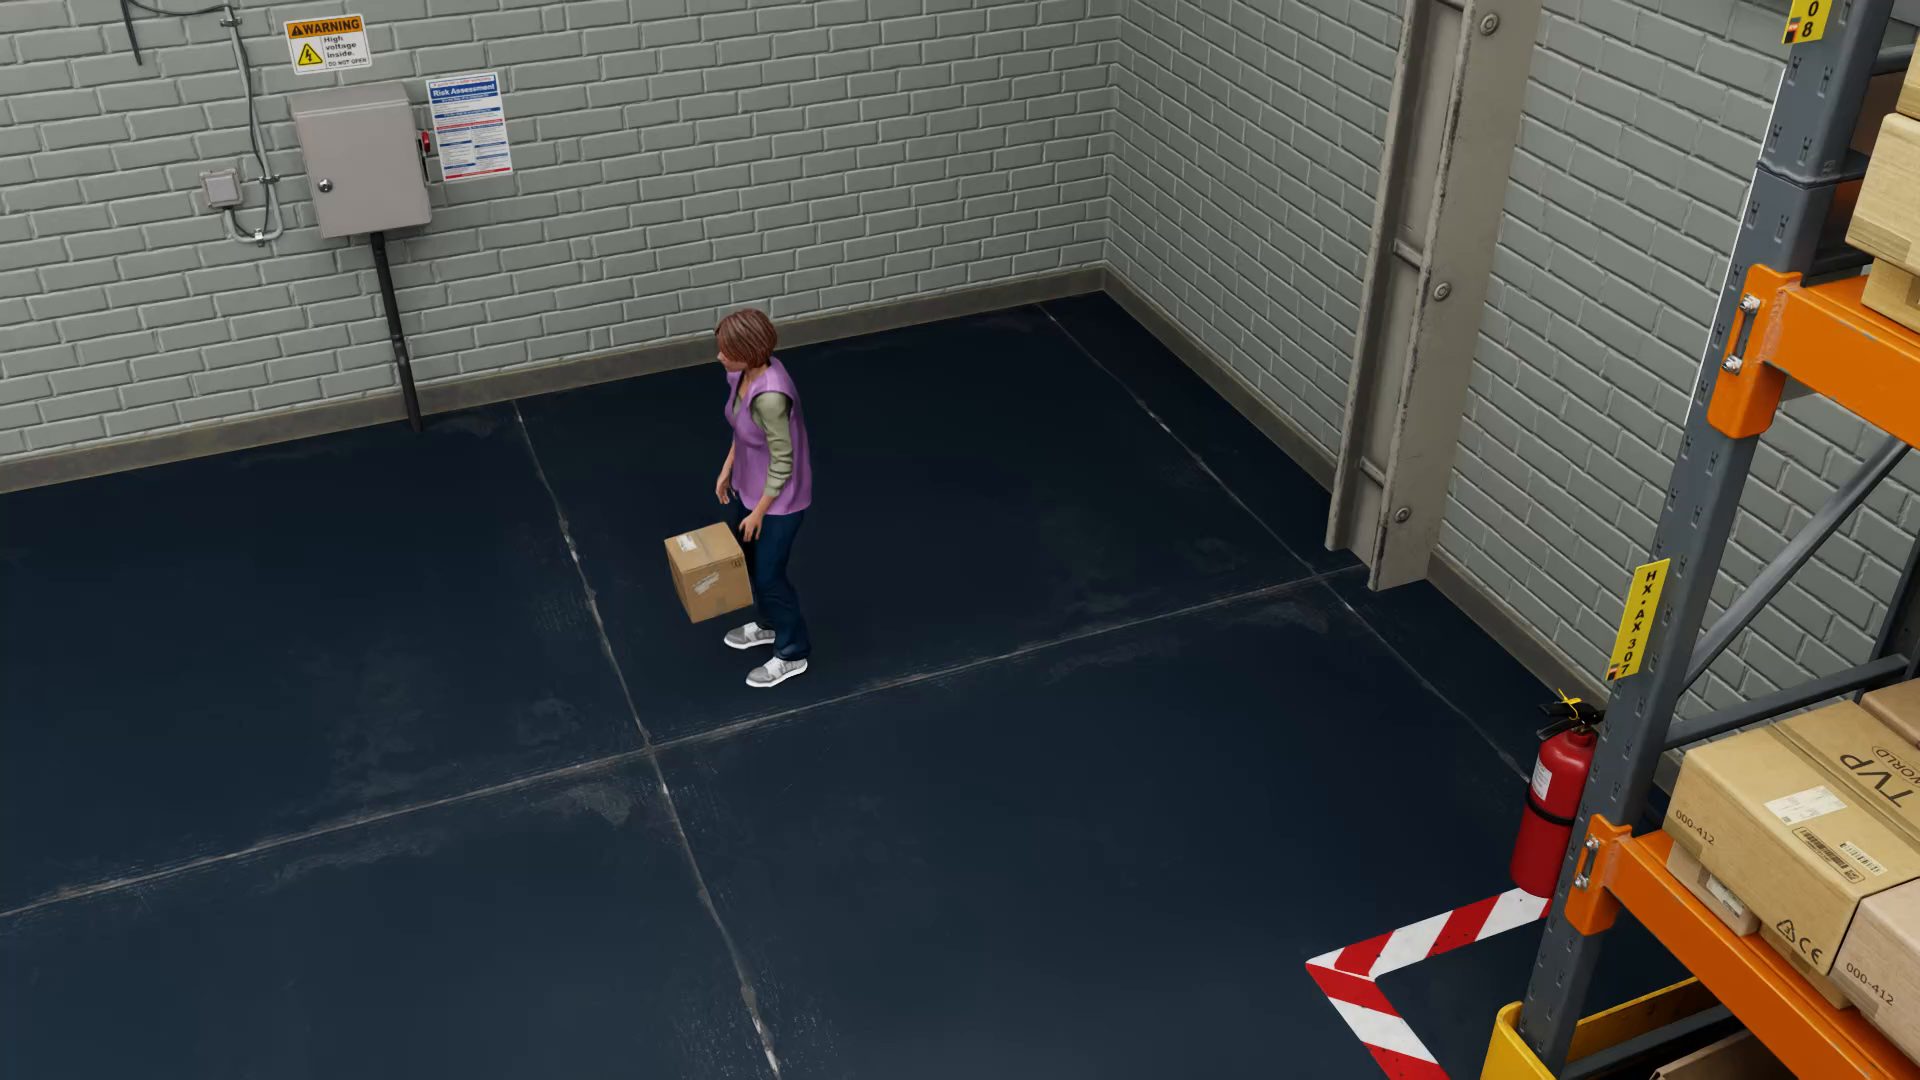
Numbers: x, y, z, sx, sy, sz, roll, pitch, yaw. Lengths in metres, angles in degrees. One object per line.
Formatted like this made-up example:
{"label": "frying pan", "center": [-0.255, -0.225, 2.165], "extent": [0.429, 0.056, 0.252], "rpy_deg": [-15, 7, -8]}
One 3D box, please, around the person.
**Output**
{"label": "person", "center": [-0.750, -0.166, 6.393], "extent": [0.339, 1.599, 0.450], "rpy_deg": [-14, 36, -20]}
